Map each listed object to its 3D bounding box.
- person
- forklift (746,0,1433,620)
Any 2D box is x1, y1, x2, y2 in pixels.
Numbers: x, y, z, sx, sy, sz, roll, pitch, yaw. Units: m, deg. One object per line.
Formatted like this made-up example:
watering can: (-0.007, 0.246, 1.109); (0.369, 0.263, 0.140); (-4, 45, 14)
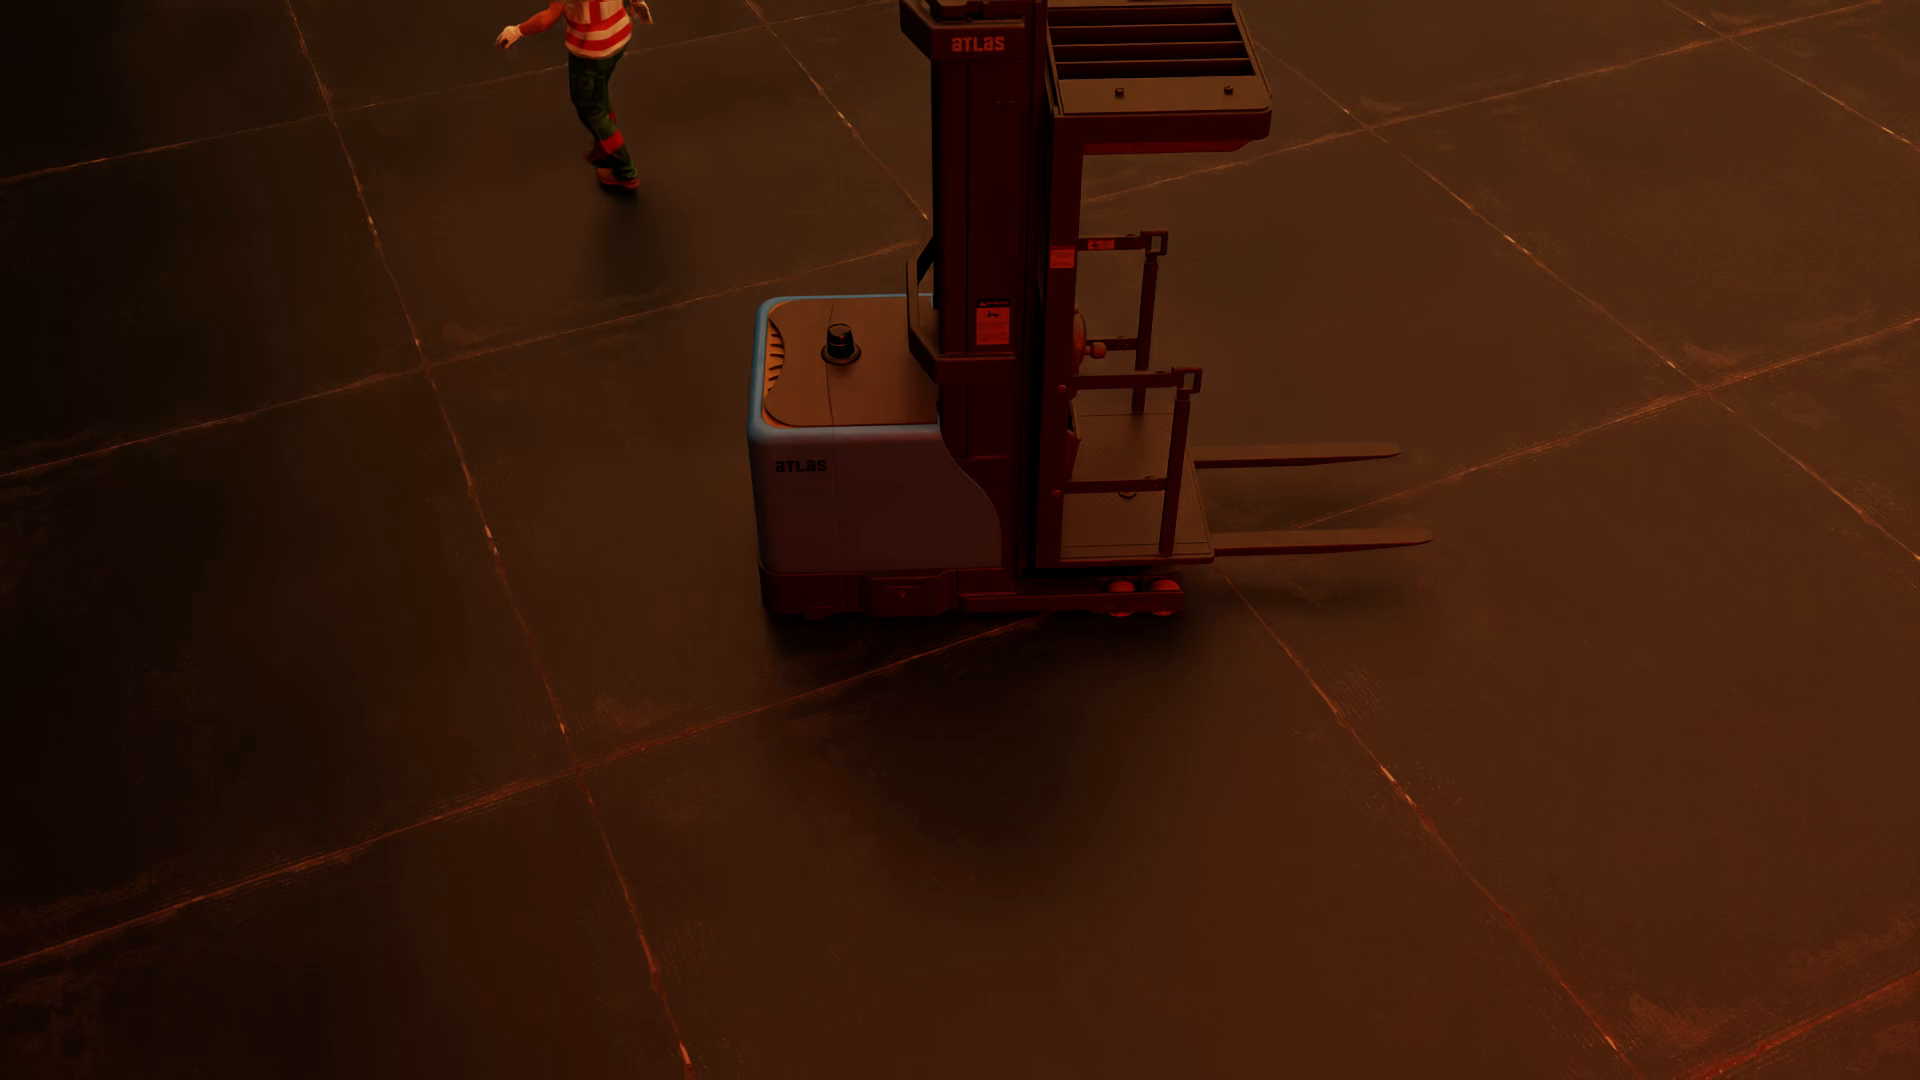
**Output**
person: (-2.167, -2.875, 9.618); (0.579, 1.814, 1.008); (19, 46, 20)
forklift: (0.610, -1.090, 6.848); (3.031, 2.935, 1.130); (-2, 43, -2)
